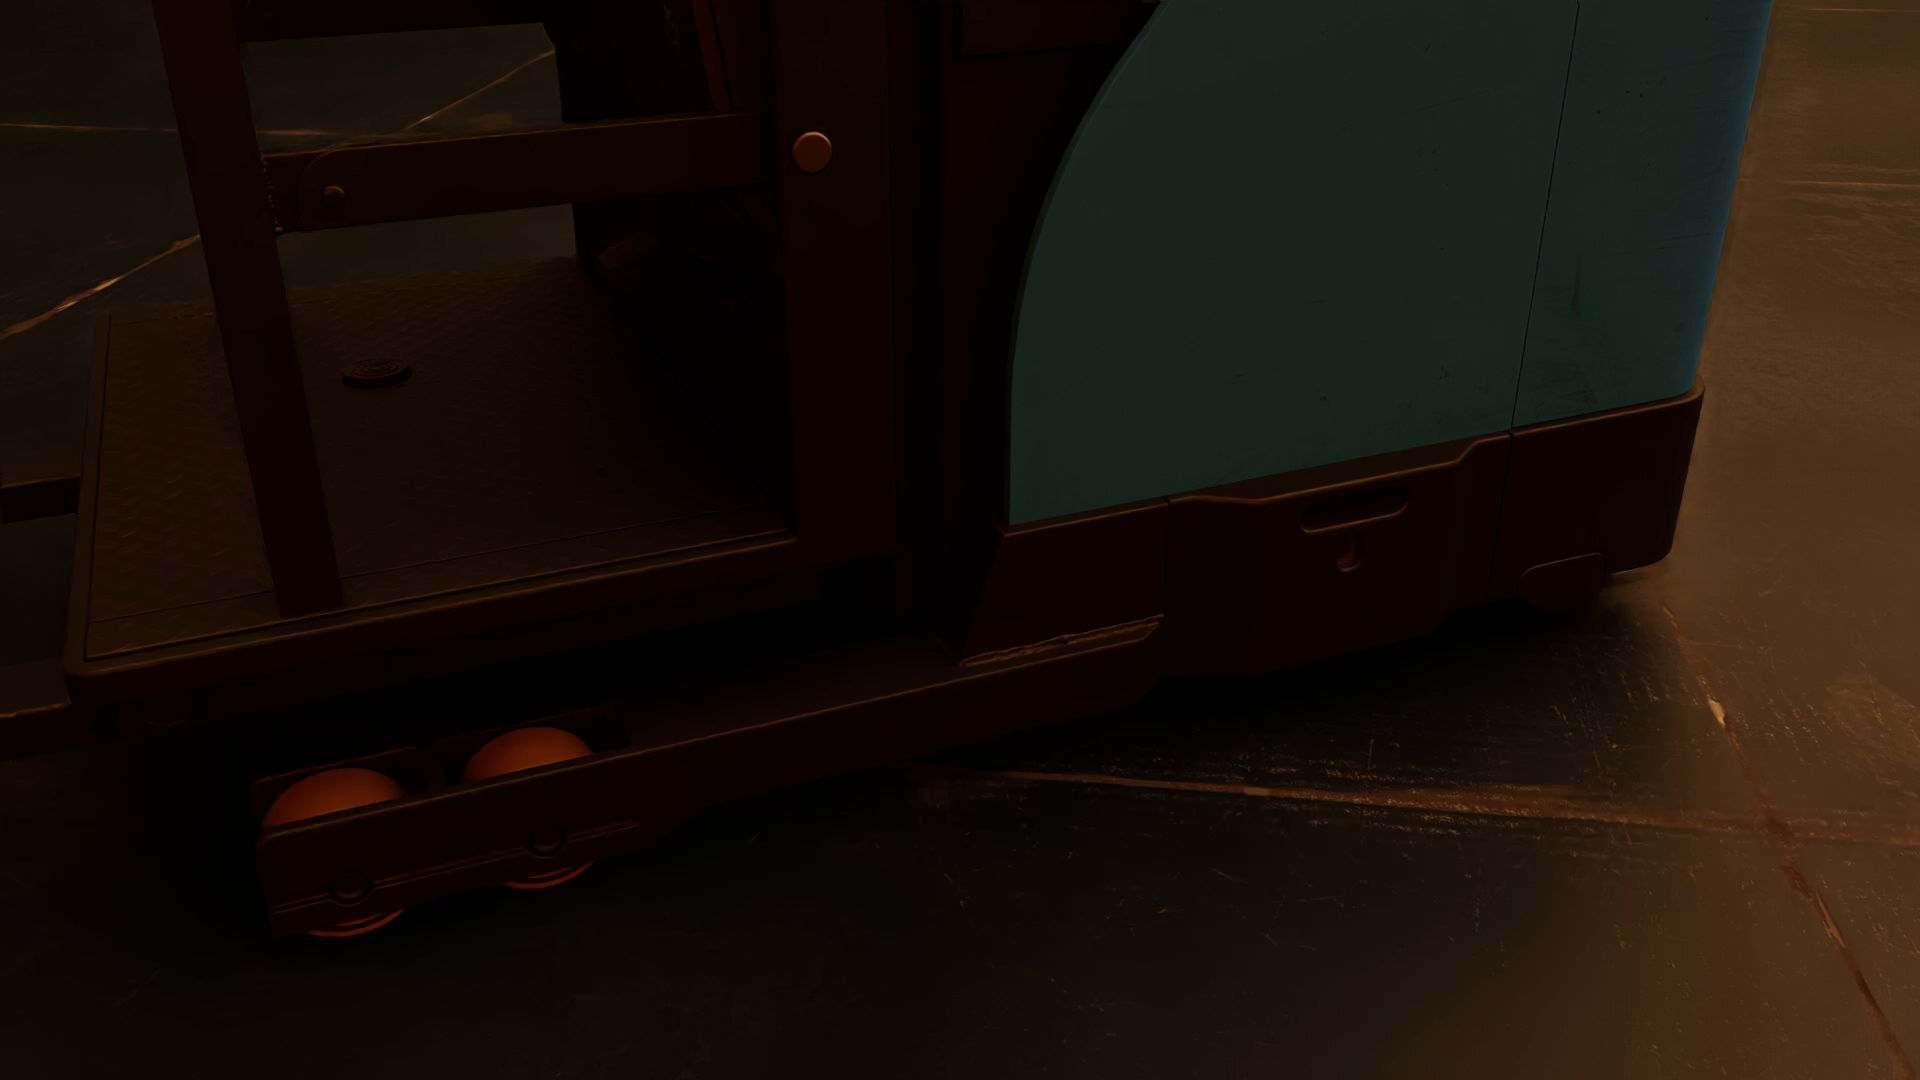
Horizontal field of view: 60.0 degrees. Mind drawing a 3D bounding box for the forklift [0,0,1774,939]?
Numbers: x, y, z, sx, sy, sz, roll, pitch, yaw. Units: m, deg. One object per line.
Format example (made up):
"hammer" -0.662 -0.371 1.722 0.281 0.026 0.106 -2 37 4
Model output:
"forklift" -0.565 -1.177 1.576 3.031 2.935 1.130 -11 29 -21
